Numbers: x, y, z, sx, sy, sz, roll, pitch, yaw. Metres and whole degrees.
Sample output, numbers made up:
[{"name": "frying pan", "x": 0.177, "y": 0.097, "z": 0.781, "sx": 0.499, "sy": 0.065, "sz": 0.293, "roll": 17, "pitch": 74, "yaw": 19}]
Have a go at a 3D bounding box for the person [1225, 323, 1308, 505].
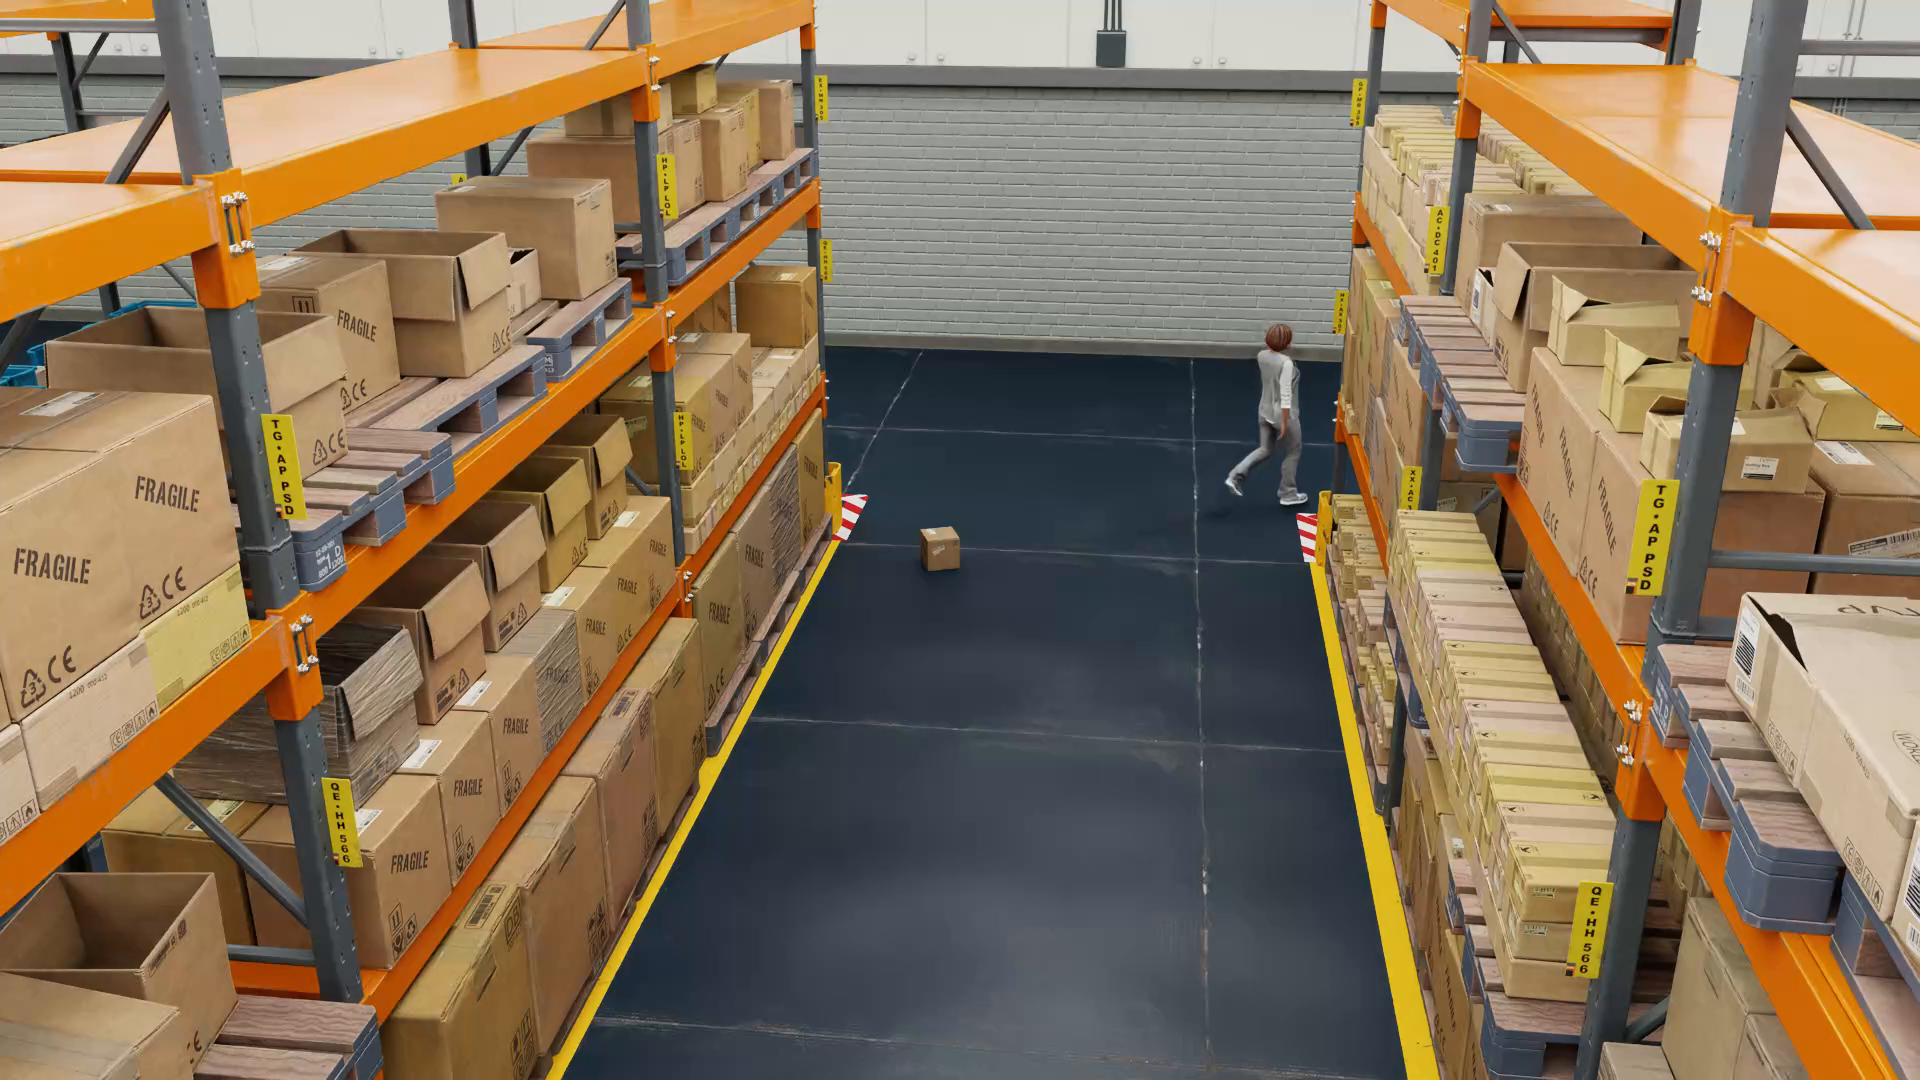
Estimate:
[{"name": "person", "x": 2.582, "y": -1.012, "z": 13.637, "sx": 0.763, "sy": 1.572, "sz": 0.419, "roll": -12, "pitch": 25, "yaw": -28}]
